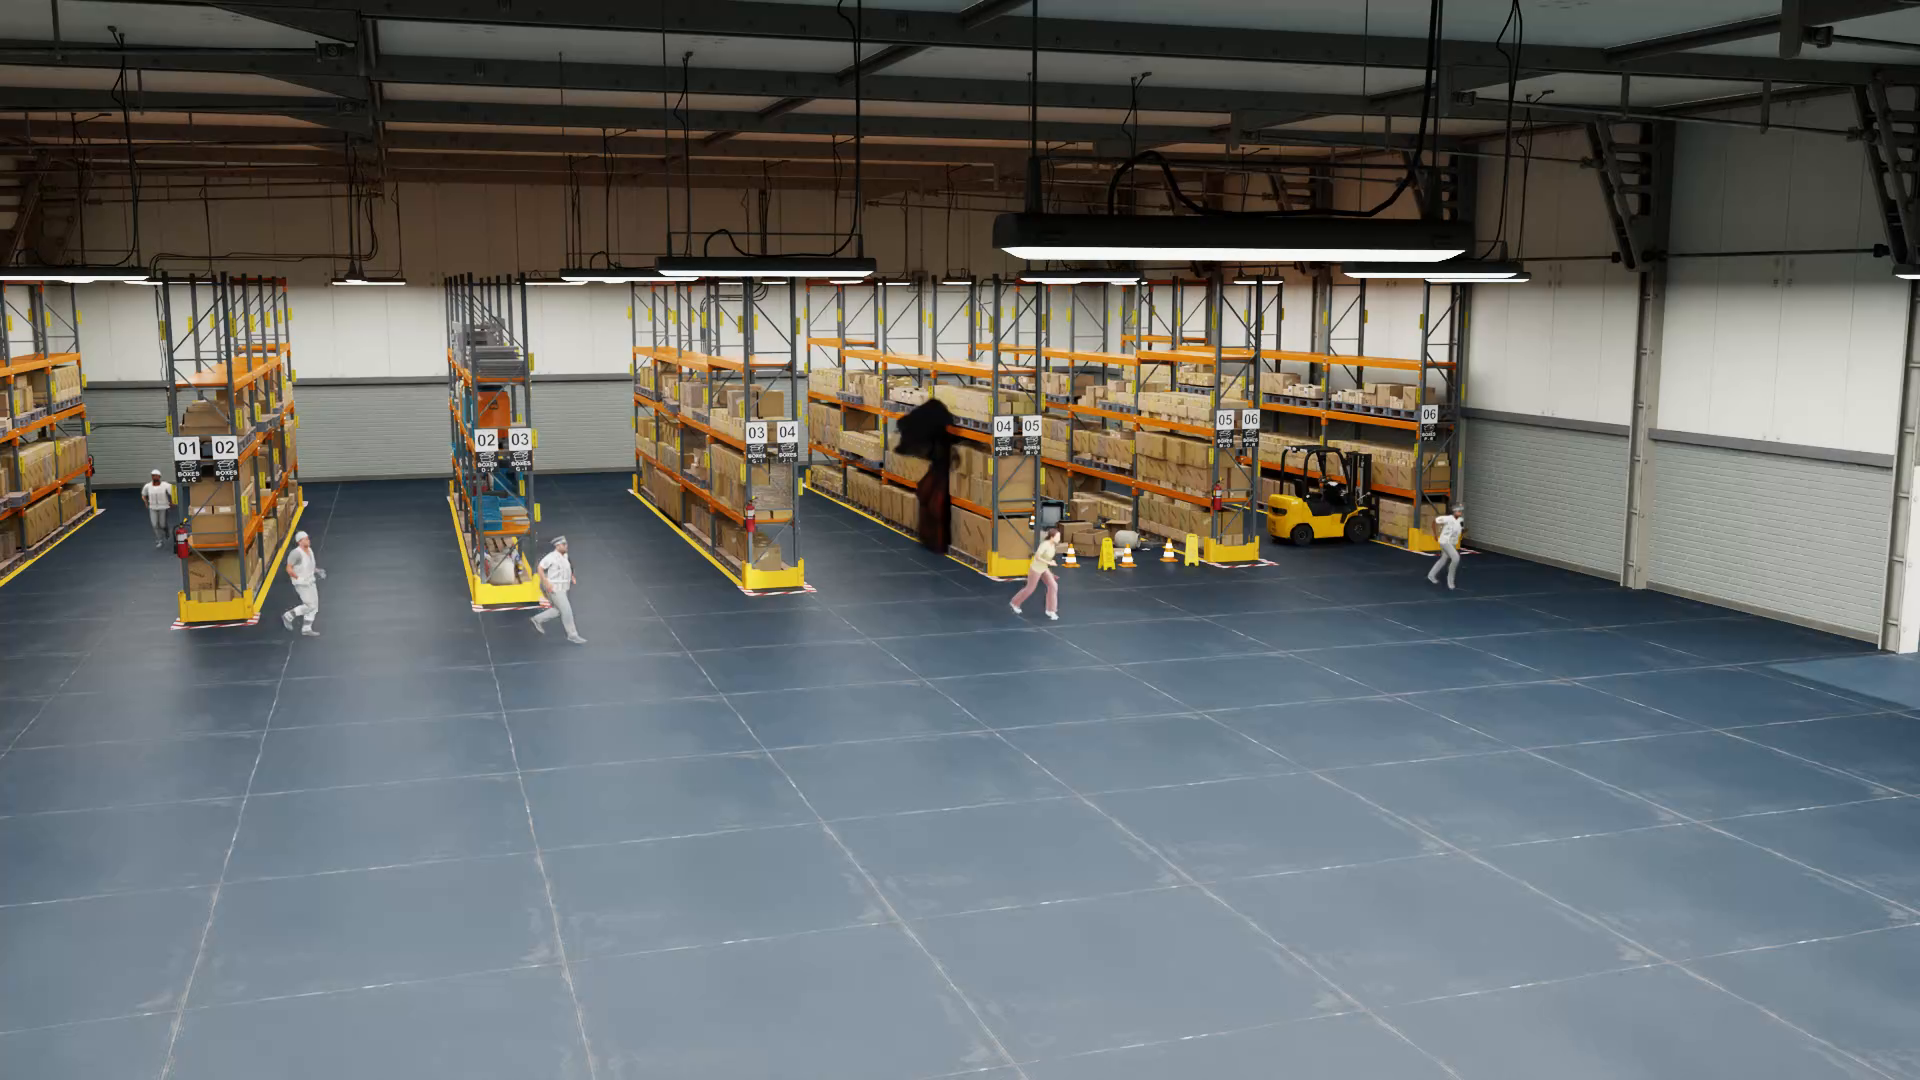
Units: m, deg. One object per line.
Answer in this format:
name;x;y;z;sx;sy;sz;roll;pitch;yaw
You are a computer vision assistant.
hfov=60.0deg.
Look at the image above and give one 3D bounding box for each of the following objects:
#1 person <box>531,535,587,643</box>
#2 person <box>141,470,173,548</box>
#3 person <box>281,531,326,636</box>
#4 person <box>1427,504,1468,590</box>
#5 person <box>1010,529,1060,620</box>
person;-6.573;0.795;27.060;0.979;1.778;0.686;2;9;13
person;-17.896;-0.710;37.123;0.702;1.726;0.570;-2;9;-16
person;-10.892;0.721;27.577;0.645;1.754;0.649;1;9;7
person;9.377;0.101;31.986;0.569;1.665;0.889;-6;11;-35
person;1.316;0.584;29.112;0.965;1.627;0.617;4;10;26
